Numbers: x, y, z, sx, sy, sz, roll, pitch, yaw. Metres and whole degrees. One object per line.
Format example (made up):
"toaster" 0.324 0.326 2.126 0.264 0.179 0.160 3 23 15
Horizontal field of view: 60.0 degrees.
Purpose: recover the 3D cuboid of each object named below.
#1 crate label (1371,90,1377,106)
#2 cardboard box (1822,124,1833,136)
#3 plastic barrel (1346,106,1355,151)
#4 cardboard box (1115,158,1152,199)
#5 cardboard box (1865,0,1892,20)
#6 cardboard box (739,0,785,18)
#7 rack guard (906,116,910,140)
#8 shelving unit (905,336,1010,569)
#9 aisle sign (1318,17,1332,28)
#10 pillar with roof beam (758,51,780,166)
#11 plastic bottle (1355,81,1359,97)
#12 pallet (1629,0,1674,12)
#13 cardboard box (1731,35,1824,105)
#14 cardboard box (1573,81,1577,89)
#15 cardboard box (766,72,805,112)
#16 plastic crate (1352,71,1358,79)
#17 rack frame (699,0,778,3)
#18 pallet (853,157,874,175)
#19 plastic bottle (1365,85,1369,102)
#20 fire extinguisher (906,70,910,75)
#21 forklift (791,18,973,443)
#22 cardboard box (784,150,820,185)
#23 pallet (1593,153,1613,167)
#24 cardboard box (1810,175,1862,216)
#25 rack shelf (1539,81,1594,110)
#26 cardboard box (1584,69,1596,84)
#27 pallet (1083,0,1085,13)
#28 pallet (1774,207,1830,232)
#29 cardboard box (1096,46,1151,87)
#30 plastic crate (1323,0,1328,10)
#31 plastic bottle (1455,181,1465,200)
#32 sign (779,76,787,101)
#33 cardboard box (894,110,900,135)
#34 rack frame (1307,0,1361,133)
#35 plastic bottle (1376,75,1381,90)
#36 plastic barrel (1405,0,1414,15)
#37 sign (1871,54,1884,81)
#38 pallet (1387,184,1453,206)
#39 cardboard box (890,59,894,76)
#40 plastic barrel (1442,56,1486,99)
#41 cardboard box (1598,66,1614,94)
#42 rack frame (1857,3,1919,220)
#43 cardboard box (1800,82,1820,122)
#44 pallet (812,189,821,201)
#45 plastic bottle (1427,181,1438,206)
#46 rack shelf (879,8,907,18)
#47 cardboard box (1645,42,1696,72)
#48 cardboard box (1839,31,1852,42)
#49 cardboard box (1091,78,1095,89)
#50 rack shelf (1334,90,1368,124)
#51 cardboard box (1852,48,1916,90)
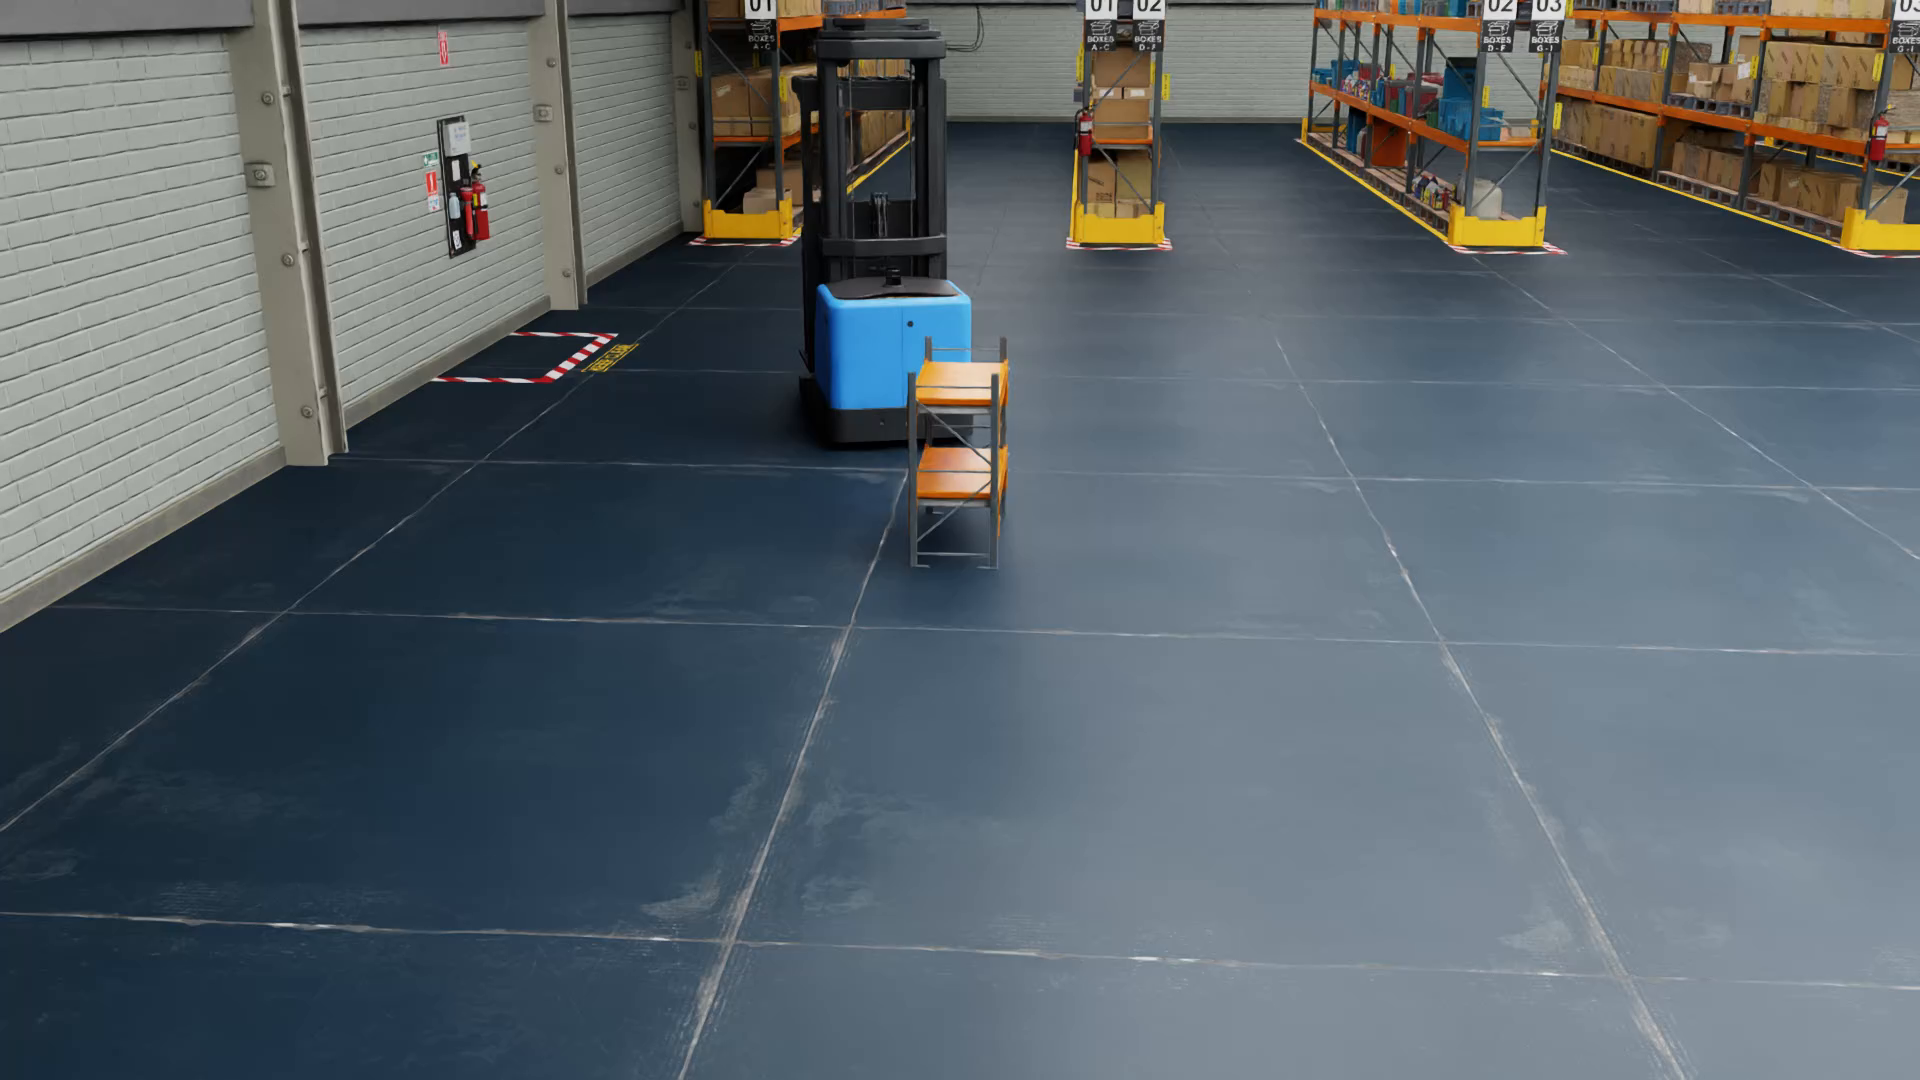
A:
"crate label" 7.198 -7.554 28.427 0.303 0.233 0.416 1 18 4
"cardboard box" 11.856 -5.523 22.364 0.380 0.149 0.250 1 18 4
"plastic barrel" 7.833 -8.032 32.313 0.600 0.901 0.708 1 18 4
"cardboard box" 2.382 -4.949 22.746 0.500 0.500 0.500 1 18 4
"cardboard box" 11.750 -6.670 20.885 0.500 0.250 0.500 2 18 5
"cardboard box" -2.580 -7.073 21.681 0.500 0.500 0.500 2 18 5
"rack guard" -1.704 -9.281 37.444 1.175 0.500 0.348 1 18 4
"shelving unit" 0.000 -0.537 9.754 0.538 1.125 1.048 1 18 4
"aisle sign" 7.884 -11.505 36.041 0.394 0.787 0.004 1 18 4
"pillar with roof beam" 1.058 -10.347 27.049 9.100 9.000 0.400 1 18 4
"plastic bottle" 7.310 -8.289 30.590 0.061 0.283 0.133 1 18 4
"pallet" 12.613 -9.529 29.674 1.003 0.211 1.213 2 18 6
"cardboard box" 12.452 -7.131 25.231 1.000 1.000 1.000 1 18 4
"cardboard box" 12.597 -9.190 33.555 0.380 0.149 0.250 2 18 5
"cardboard box" -2.430 -6.242 23.160 0.500 0.500 0.500 1 18 2
"plastic crate" 8.182 -9.440 34.010 0.437 0.282 0.530 1 18 4
"rack frame" -2.853 -8.343 20.933 1.000 3.000 0.127 1 18 4
"pallet" -2.148 -6.895 30.626 1.003 0.211 1.213 1 18 4
"plastic bottle" 7.222 -7.907 29.424 0.061 0.283 0.133 1 18 4
"fire extinguisher" -1.235 -10.284 37.214 0.296 0.674 0.183 1 18 4
"forklift" -0.689 -2.503 12.854 1.130 2.935 3.031 -3 18 -10
"cardboard box" -2.530 -5.985 26.678 0.700 0.500 0.500 2 18 6
"pallet" 12.849 -7.321 31.926 1.003 0.211 1.213 1 18 4
"cardboard box" 12.103 -4.746 22.930 0.500 0.500 0.500 3 18 9
"rack shelf" 12.972 -9.167 34.236 1.077 0.370 4.000 1 18 4
"cardboard box" 12.599 -9.100 32.642 0.500 0.250 0.500 1 18 3
"pallet" 2.702 -8.990 28.029 1.213 0.211 1.003 2 18 6
"pallet" 12.158 -4.488 23.282 1.003 0.211 1.213 1 18 4
"cardboard box" 2.138 -6.208 21.807 0.700 0.500 0.500 1 18 4
"plastic crate" 7.792 -11.168 34.471 0.504 0.338 0.767 1 18 4
"plastic bottle" 7.393 -5.158 24.513 0.152 0.276 0.135 1 18 4
"sign" -2.312 -5.891 21.695 0.100 0.325 0.005 1 18 4
"cardboard box" -1.692 -9.098 36.212 0.700 0.500 0.500 1 18 4
"rack frame" 8.175 -10.240 36.358 1.000 3.000 0.127 1 18 4
"plastic bottle" 8.005 -8.685 31.690 0.144 0.351 0.185 1 18 4
"plastic barrel" 7.182 -8.543 25.555 0.600 0.901 0.600 0 18 0
"sign" 11.416 -5.879 20.682 0.100 0.325 0.005 1 18 4
"pallet" 7.333 -5.433 26.165 1.003 0.211 1.213 1 18 4
"cardboard box" -1.880 -9.756 34.399 0.980 0.700 0.700 1 18 3
"plastic barrel" 7.645 -6.865 25.251 0.600 0.901 0.708 1 18 4
"cardboard box" 12.547 -8.798 31.794 0.500 0.500 0.500 1 18 4
"rack frame" 11.969 -5.160 20.855 1.000 3.000 0.127 1 18 4
"cardboard box" 12.078 -5.987 22.738 0.875 0.500 0.500 1 18 4
"pallet" -2.579 -5.200 25.454 1.003 0.211 1.213 1 18 4
"plastic bottle" 6.786 -4.974 23.832 0.144 0.351 0.185 2 18 6
"rack shelf" -1.850 -10.924 34.782 1.077 0.370 4.000 1 18 4
"cardboard box" 12.660 -8.598 29.575 0.797 0.503 0.637 2 18 5
"cardboard box" 17.564 -9.722 32.532 0.500 0.500 0.500 1 18 2
"cardboard box" 2.090 -6.584 23.998 0.380 0.149 0.250 1 18 2
"rack shelf" 7.745 -8.035 30.783 1.077 0.370 4.000 1 18 4
"cardboard box" 11.762 -6.001 21.175 0.500 0.500 0.500 1 18 4
